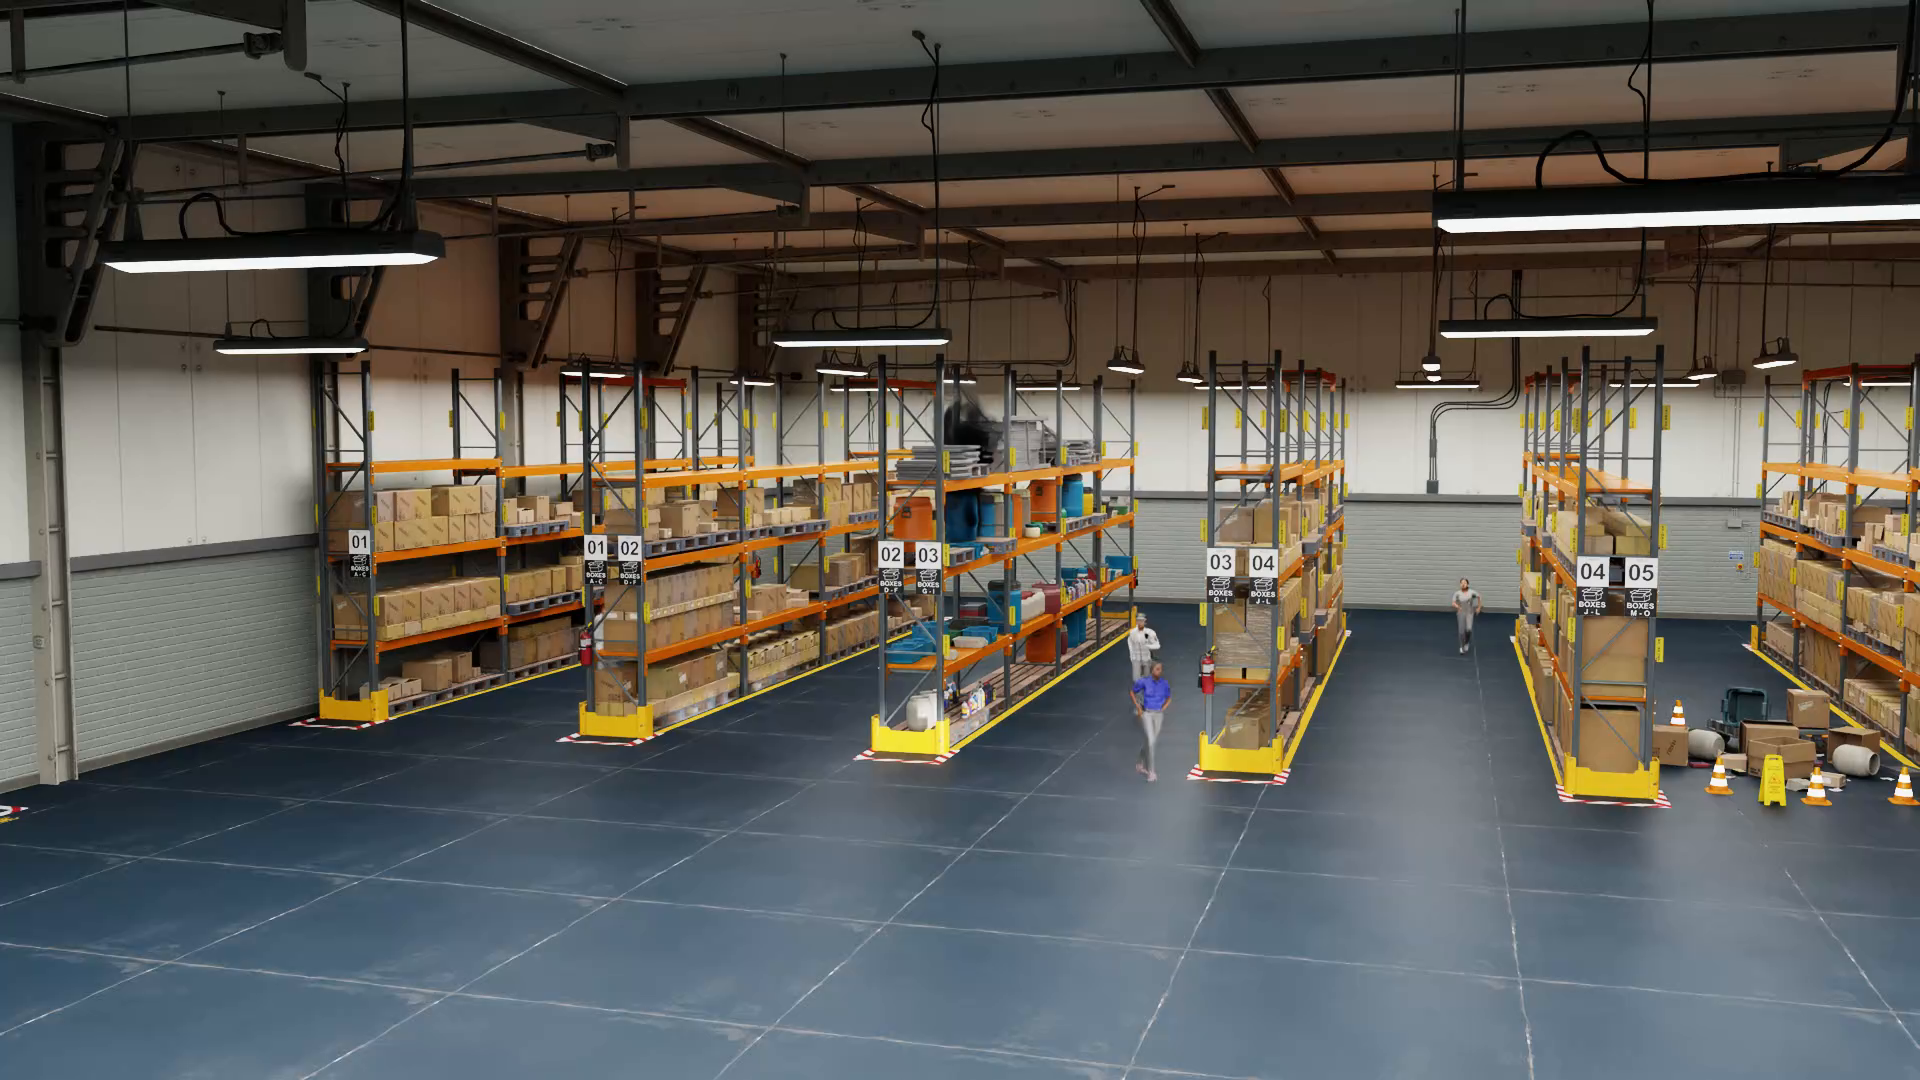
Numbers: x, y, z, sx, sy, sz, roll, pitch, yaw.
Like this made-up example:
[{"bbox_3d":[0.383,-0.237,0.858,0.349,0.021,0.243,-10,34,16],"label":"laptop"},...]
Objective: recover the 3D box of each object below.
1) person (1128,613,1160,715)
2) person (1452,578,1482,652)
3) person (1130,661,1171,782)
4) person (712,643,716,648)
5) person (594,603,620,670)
[{"bbox_3d":[3.165,2.118,28.677,0.584,1.754,0.775,1,4,11],"label":"person"},{"bbox_3d":[10.850,1.627,35.635,0.584,1.619,0.770,2,4,23],"label":"person"},{"bbox_3d":[2.684,2.527,23.393,0.555,1.694,0.727,-2,4,-21],"label":"person"},{"bbox_3d":[-5.407,1.629,36.372,0.541,1.601,0.732,1,4,14],"label":"person"},{"bbox_3d":[-6.412,1.975,30.218,0.715,1.735,0.826,0,4,4],"label":"person"}]
